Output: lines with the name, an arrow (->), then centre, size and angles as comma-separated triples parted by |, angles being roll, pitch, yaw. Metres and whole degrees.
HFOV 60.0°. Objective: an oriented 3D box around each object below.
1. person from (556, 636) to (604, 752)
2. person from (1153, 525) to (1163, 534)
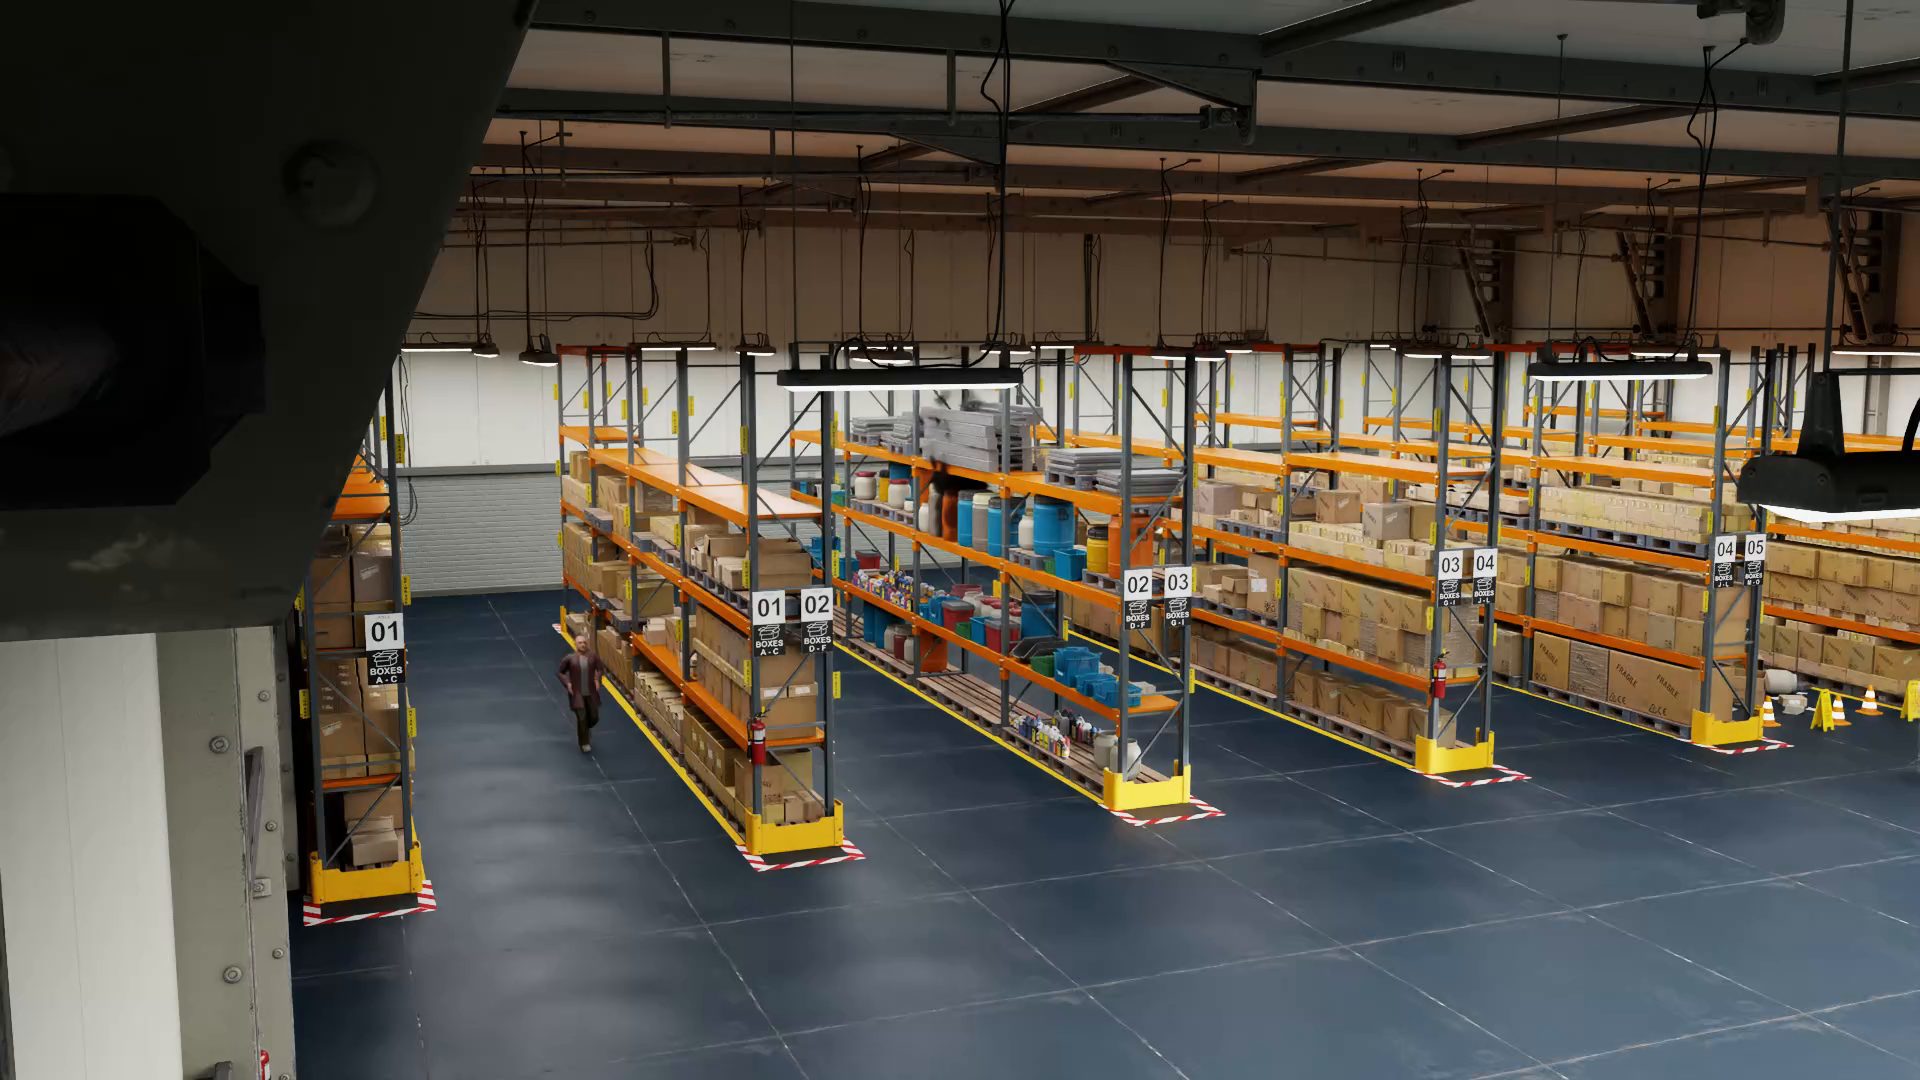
person -> -5.700, 2.297, 25.047 | 0.710, 1.728, 0.716 | -4, 8, -27
person -> 4.839, 0.262, 41.193 | 0.798, 1.695, 0.727 | -6, 9, -38
